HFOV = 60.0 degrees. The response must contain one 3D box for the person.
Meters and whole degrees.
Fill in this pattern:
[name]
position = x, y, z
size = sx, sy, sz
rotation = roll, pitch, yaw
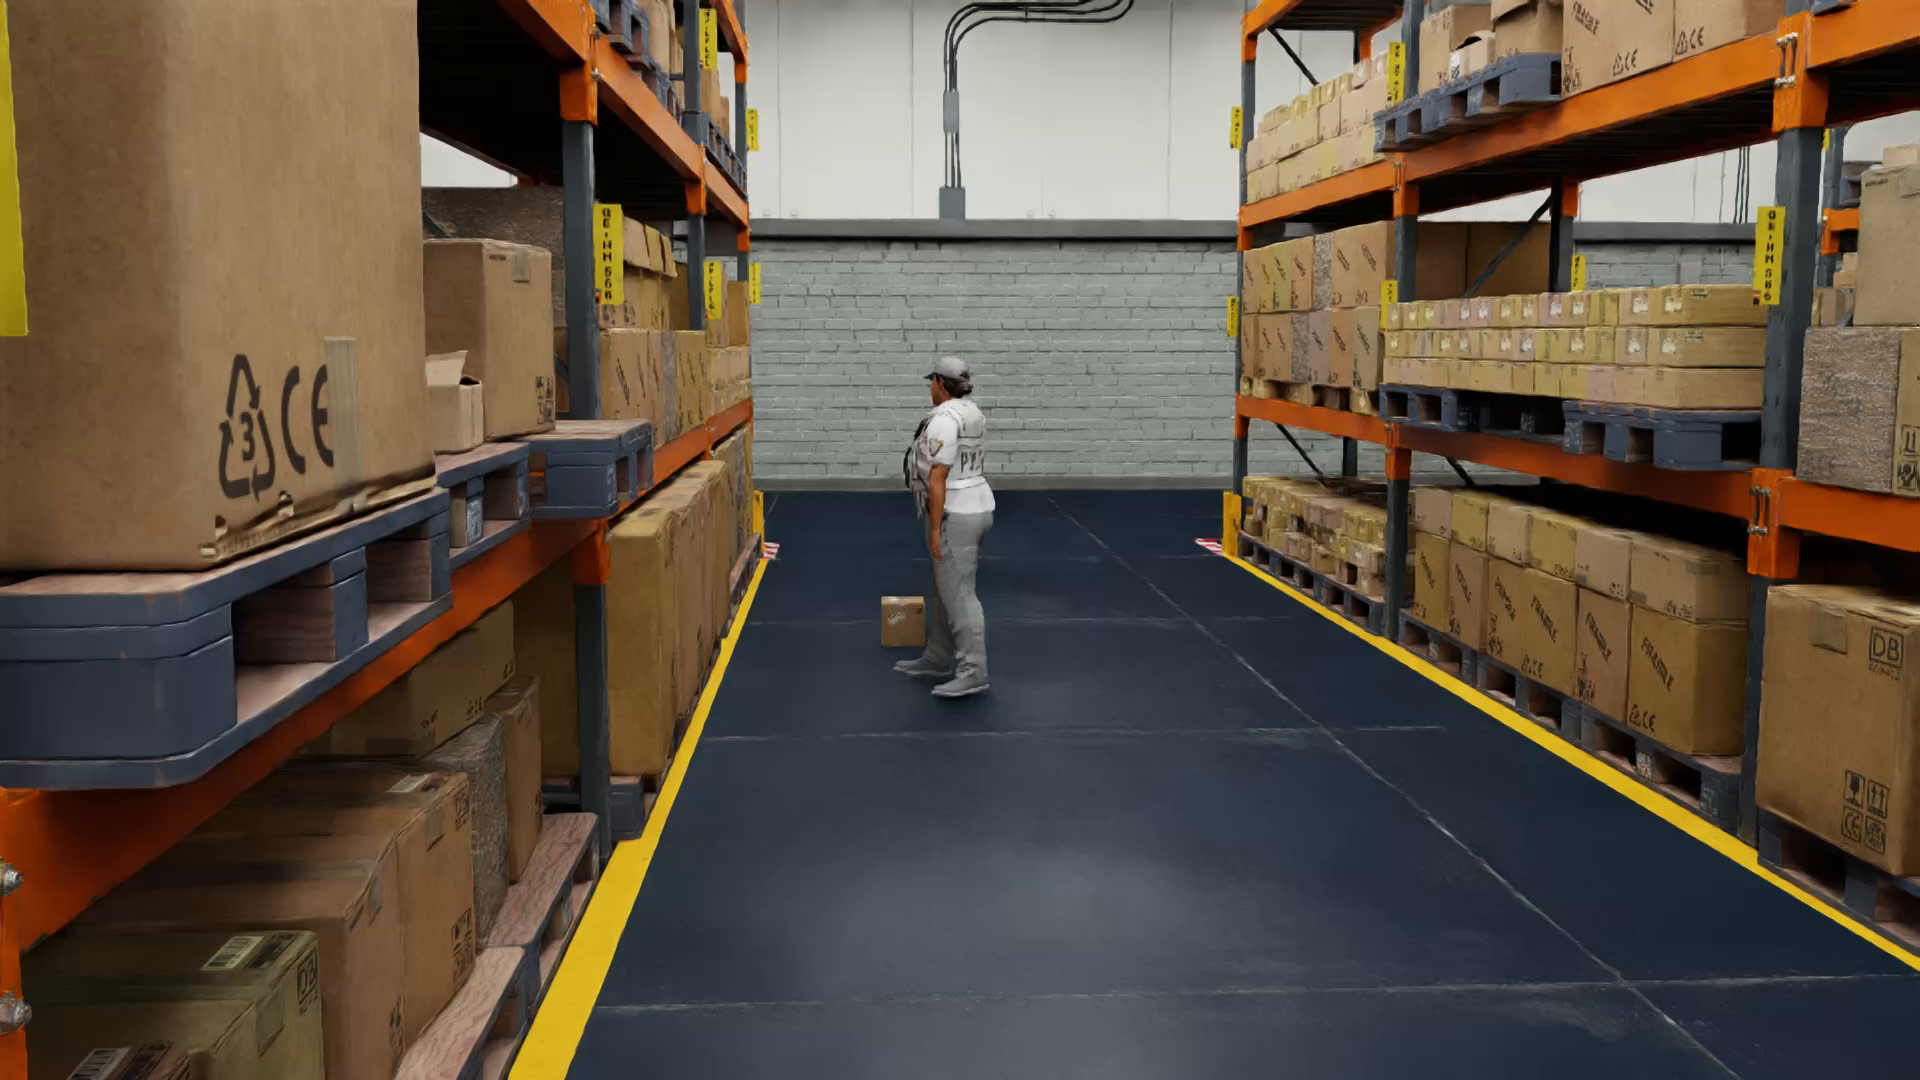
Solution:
[person]
position = -0.091, -0.093, 8.363
size = 0.589, 1.658, 0.662
rotation = 2, 7, 18
